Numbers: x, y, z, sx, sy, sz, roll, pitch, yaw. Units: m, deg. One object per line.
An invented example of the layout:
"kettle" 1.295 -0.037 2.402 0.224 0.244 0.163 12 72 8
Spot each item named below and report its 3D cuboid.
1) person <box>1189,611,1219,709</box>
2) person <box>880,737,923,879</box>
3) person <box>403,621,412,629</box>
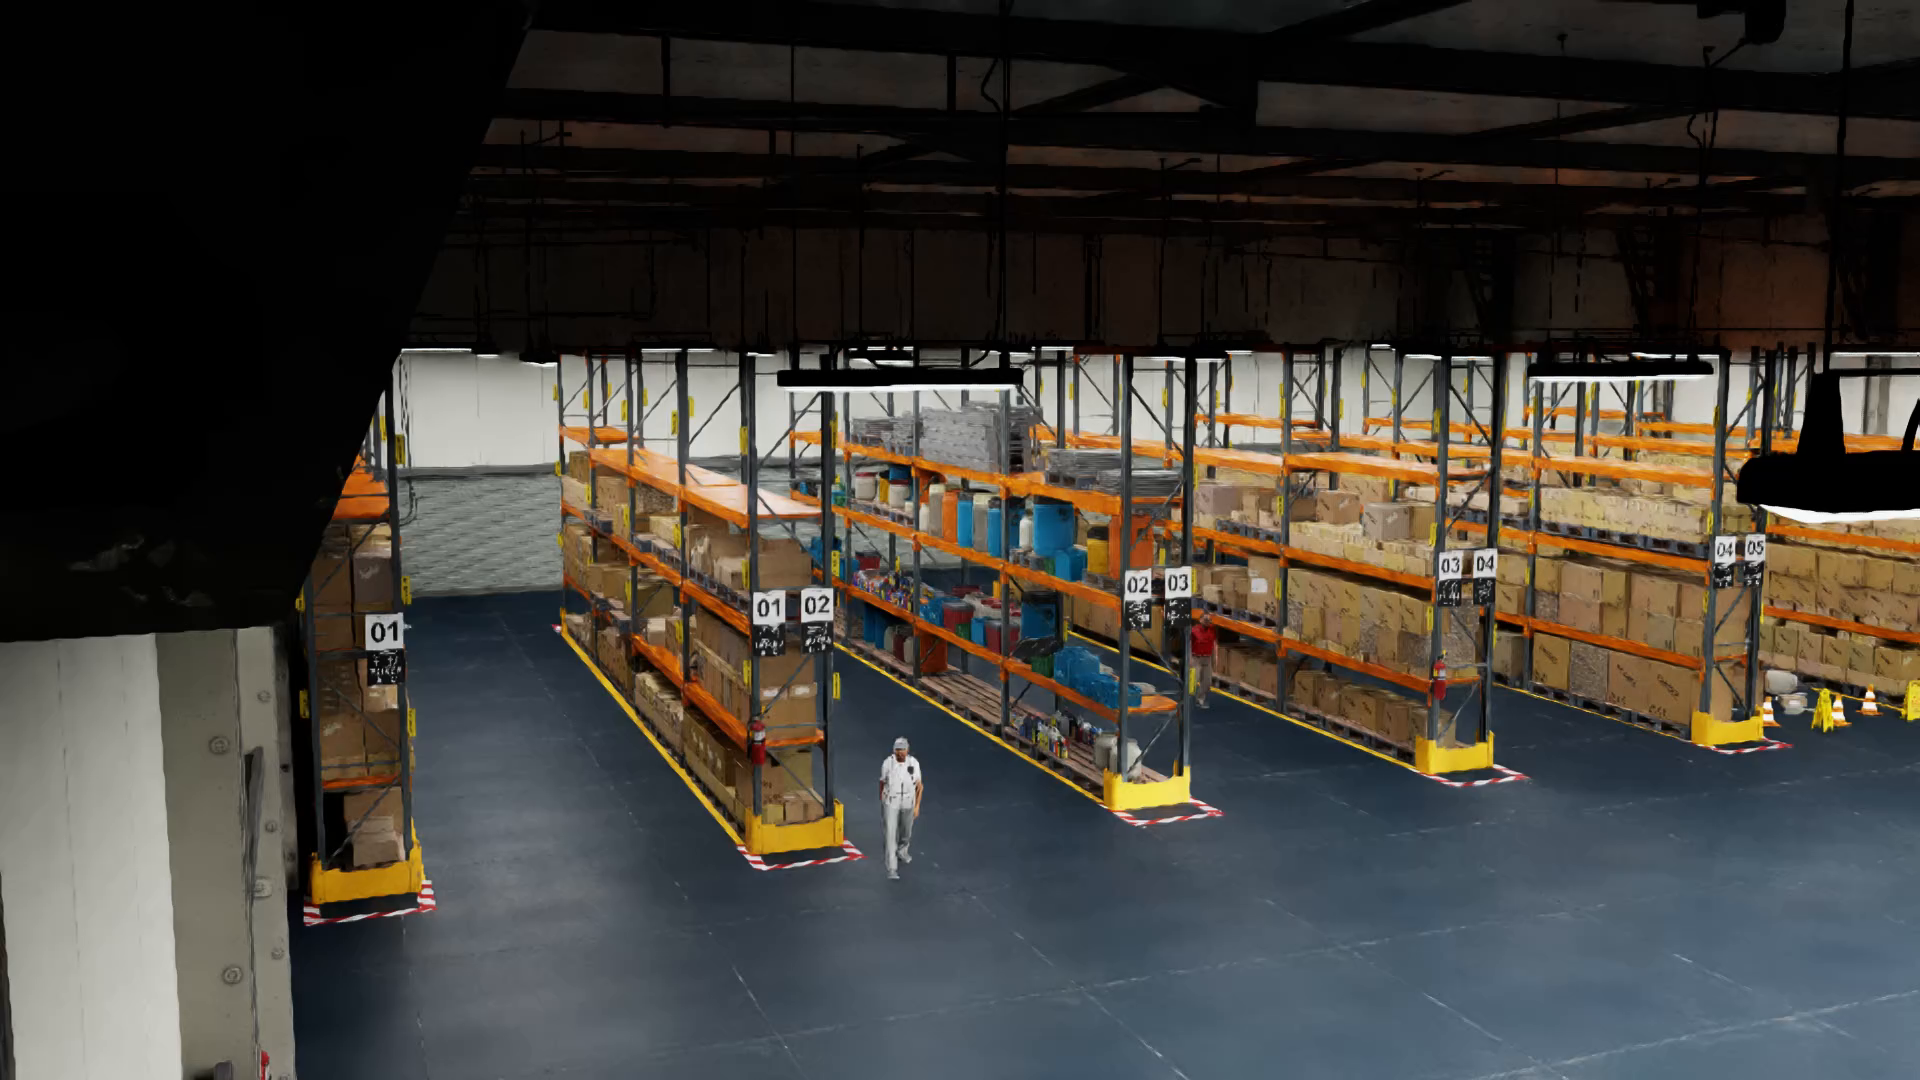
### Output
"person" 3.989 1.993 27.704 0.682 1.676 0.535 -3 8 -23
"person" -0.682 3.069 19.388 0.479 1.594 0.994 -2 7 -12
"person" -11.876 1.122 34.759 0.526 1.586 0.636 2 7 13
